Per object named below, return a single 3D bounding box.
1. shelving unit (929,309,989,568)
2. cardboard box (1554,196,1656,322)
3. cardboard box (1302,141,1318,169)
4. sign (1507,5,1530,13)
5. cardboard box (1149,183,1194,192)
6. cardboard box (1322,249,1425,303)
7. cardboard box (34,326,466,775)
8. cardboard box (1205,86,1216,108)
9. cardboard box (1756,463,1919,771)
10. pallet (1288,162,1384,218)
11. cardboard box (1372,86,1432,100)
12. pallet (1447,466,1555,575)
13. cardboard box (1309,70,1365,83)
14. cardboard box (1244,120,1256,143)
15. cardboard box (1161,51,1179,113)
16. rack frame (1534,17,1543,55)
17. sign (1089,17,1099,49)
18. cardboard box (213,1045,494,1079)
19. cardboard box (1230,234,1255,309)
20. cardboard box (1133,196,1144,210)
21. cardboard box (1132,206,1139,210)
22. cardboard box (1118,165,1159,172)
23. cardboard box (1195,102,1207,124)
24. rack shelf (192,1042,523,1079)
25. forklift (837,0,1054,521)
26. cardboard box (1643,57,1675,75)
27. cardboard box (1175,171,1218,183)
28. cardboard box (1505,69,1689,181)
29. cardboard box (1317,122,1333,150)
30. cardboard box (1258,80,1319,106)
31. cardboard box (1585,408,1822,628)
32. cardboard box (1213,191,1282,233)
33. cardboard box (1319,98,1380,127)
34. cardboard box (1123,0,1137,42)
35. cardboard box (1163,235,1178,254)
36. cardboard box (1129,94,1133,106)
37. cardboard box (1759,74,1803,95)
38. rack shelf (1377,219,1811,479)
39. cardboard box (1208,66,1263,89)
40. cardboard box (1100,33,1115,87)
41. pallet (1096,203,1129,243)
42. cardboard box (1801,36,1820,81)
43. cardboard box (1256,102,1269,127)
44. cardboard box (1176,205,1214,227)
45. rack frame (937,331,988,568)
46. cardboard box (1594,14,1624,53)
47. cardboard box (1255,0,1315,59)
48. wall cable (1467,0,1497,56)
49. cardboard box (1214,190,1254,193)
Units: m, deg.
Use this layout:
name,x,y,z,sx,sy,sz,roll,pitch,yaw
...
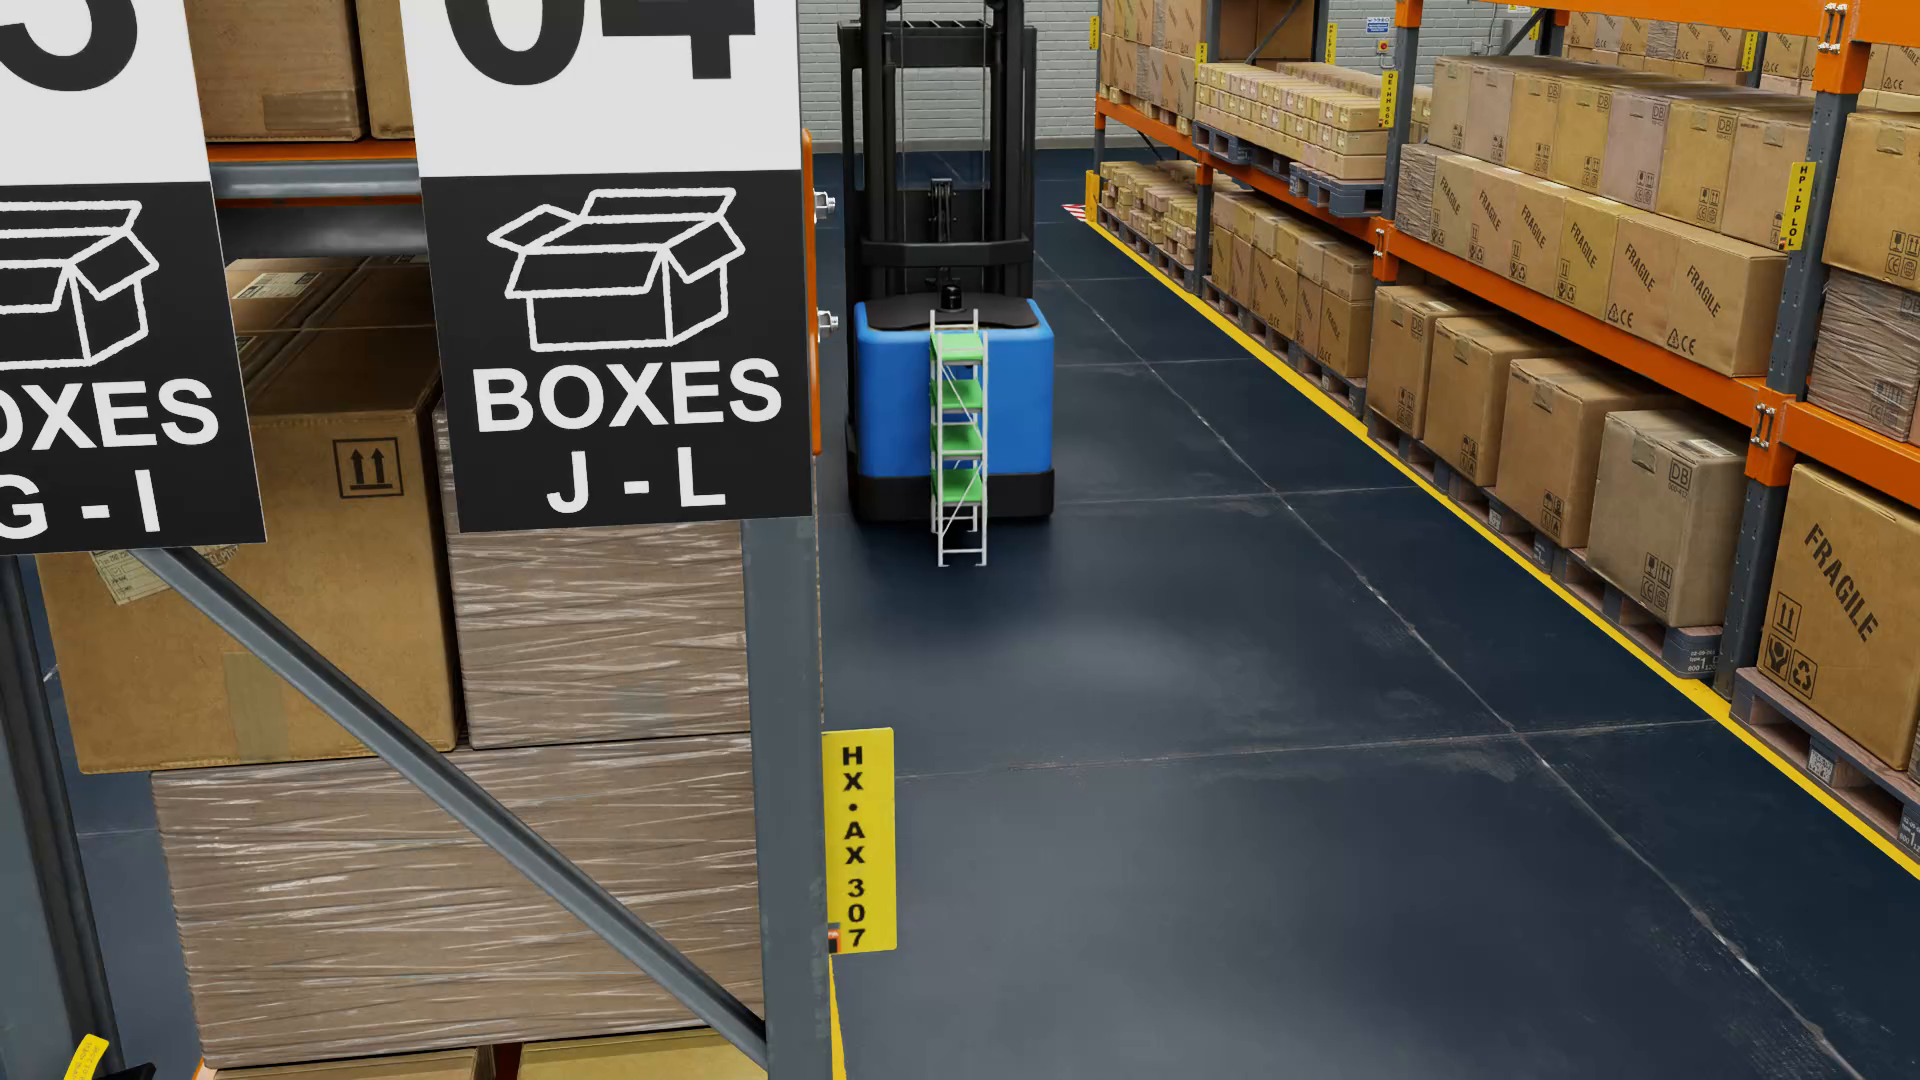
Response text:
name,x,y,z,sx,sy,sz,roll,pitch,yaw
shelving unit,-0.009,-0.515,8.381,0.258,1.200,0.503,-2,21,-5
cardboard box,3.190,-1.339,7.872,0.500,0.500,0.500,-3,21,-7
cardboard box,2.501,-2.562,11.048,0.380,0.149,0.250,-3,21,-7
sign,8.009,-7.677,23.804,0.339,0.242,0.001,-3,21,-8
cardboard box,2.025,-3.335,15.981,0.380,0.149,0.250,-3,21,-8
cardboard box,2.741,-1.761,11.044,0.500,0.250,0.500,-3,21,-9
cardboard box,-0.994,-0.008,2.453,0.500,0.500,0.500,-3,21,-8
cardboard box,2.163,-3.514,13.172,0.380,0.149,0.250,-3,21,-9
cardboard box,3.697,0.245,6.211,0.875,0.875,0.875,-3,21,-7
pallet,2.891,-2.312,10.893,1.213,0.211,1.003,-3,21,-8
cardboard box,3.073,-3.051,11.507,0.380,0.149,0.250,-2,21,-5
pallet,3.311,-0.156,8.831,1.003,0.211,1.213,-3,21,-8
cardboard box,2.886,-3.500,12.710,0.380,0.149,0.250,-3,21,-8
cardboard box,2.318,-3.013,12.254,0.380,0.149,0.250,-3,21,-9
cardboard box,2.099,-4.064,14.743,0.500,0.500,0.500,-3,21,-9
rack frame,6.830,-5.215,18.391,1.000,3.000,0.127,-3,21,-8
sign,1.409,-5.308,17.404,0.100,0.325,0.005,-3,21,-8
cardboard box,-0.916,0.854,2.501,0.380,0.149,0.250,-3,21,-8
cardboard box,2.444,-2.119,13.074,0.500,0.500,0.500,-2,21,-5
cardboard box,1.936,-3.377,16.520,0.380,0.149,0.250,-4,21,-10
cardboard box,1.925,-3.244,16.589,0.380,0.149,0.250,-3,21,-8
cardboard box,1.844,-3.782,17.179,0.380,0.149,0.250,-3,21,-7
cardboard box,2.124,-3.465,13.464,0.380,0.149,0.250,-4,21,-10
rack shelf,-0.959,0.469,4.201,1.077,0.370,4.000,-3,21,-8
forklift,-0.141,-1.947,9.741,1.130,2.935,3.031,-2,21,-5
cardboard box,6.920,-4.376,16.001,0.500,0.500,0.500,-3,21,-9
cardboard box,2.390,-3.634,16.782,0.380,0.149,0.250,-4,21,-10
cardboard box,3.304,-2.167,8.659,0.700,0.500,0.500,-3,21,-9
cardboard box,2.537,-2.619,10.775,0.380,0.149,0.250,-2,21,-6
cardboard box,2.354,-3.203,11.912,0.380,0.149,0.250,-2,21,-6
cardboard box,3.497,-0.129,7.388,1.050,0.750,0.750,-3,21,-8
cardboard box,2.367,-2.653,13.433,0.500,0.250,0.500,-4,21,-10
cardboard box,2.541,-2.752,10.705,0.380,0.149,0.250,-3,21,-8
cardboard box,1.880,-5.060,15.980,0.500,0.500,0.500,-3,21,-9
cardboard box,2.072,-2.707,15.152,0.380,0.149,0.250,-4,21,-10
cardboard box,1.905,-4.419,16.620,0.380,0.149,0.250,-2,21,-5
cardboard box,7.190,-3.827,14.176,0.500,0.250,0.500,-4,21,-9
rack shelf,3.387,-1.131,8.485,1.077,0.370,4.000,-3,21,-8
cardboard box,2.170,-3.647,13.102,0.380,0.149,0.250,-2,21,-6
cardboard box,1.737,-4.947,17.106,0.500,0.500,0.500,-2,21,-5
pallet,2.039,-3.314,17.289,1.003,0.211,1.213,-3,21,-8
cardboard box,7.286,-4.004,13.576,0.500,0.500,0.500,-3,21,-8
cardboard box,2.352,-3.063,11.963,0.380,0.149,0.250,-3,21,-9
cardboard box,2.137,-2.882,14.768,0.380,0.149,0.250,-3,21,-7
rack frame,0.012,-0.430,8.153,0.240,1.200,0.015,-2,21,-5
cardboard box,6.780,-5.193,16.761,0.500,0.500,0.500,-3,21,-8
cardboard box,2.698,-4.368,14.128,0.500,0.500,0.500,-2,21,-6
wall cable,7.395,-7.717,23.640,0.588,1.984,0.122,-3,21,-8
cardboard box,2.595,-3.180,15.566,0.380,0.149,0.250,-2,21,-7
